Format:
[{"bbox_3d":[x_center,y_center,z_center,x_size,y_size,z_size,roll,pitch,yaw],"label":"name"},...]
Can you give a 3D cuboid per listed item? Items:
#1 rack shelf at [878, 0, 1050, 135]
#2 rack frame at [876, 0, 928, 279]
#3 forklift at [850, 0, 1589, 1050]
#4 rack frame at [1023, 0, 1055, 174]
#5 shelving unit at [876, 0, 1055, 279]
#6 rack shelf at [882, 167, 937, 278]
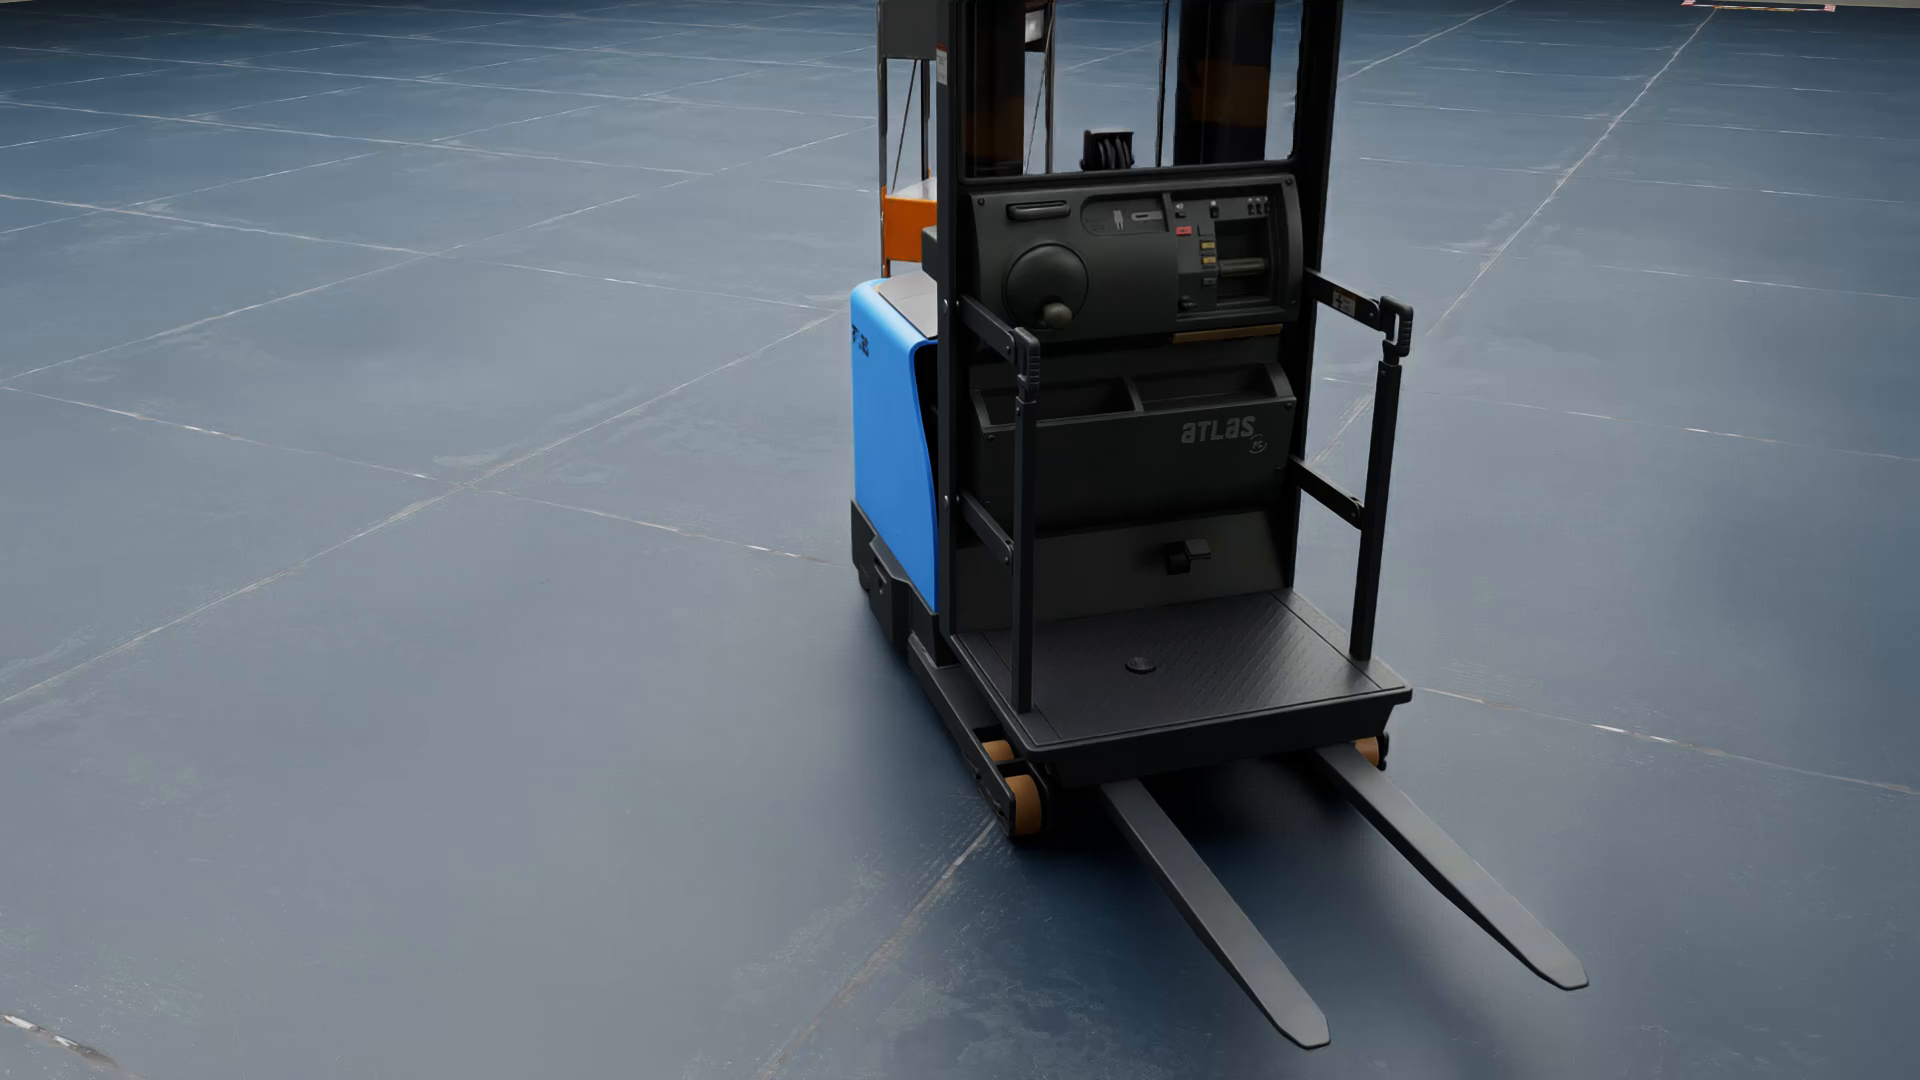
[{"bbox_3d":[0.024,-1.688,5.783,0.480,0.518,0.431,9,25,21],"label":"rack shelf"},{"bbox_3d":[-0.201,-1.093,6.138,0.015,2.100,0.400,9,25,21],"label":"rack frame"},{"bbox_3d":[0.548,-0.737,4.238,1.130,2.935,3.031,-7,24,-16],"label":"forklift"},{"bbox_3d":[0.249,-1.020,5.966,0.015,2.100,0.400,9,25,21],"label":"rack frame"},{"bbox_3d":[0.024,-1.057,6.052,0.503,2.100,0.431,9,25,21],"label":"shelving unit"},{"bbox_3d":[0.024,-1.044,6.057,0.480,0.518,0.431,9,25,21],"label":"rack shelf"}]
